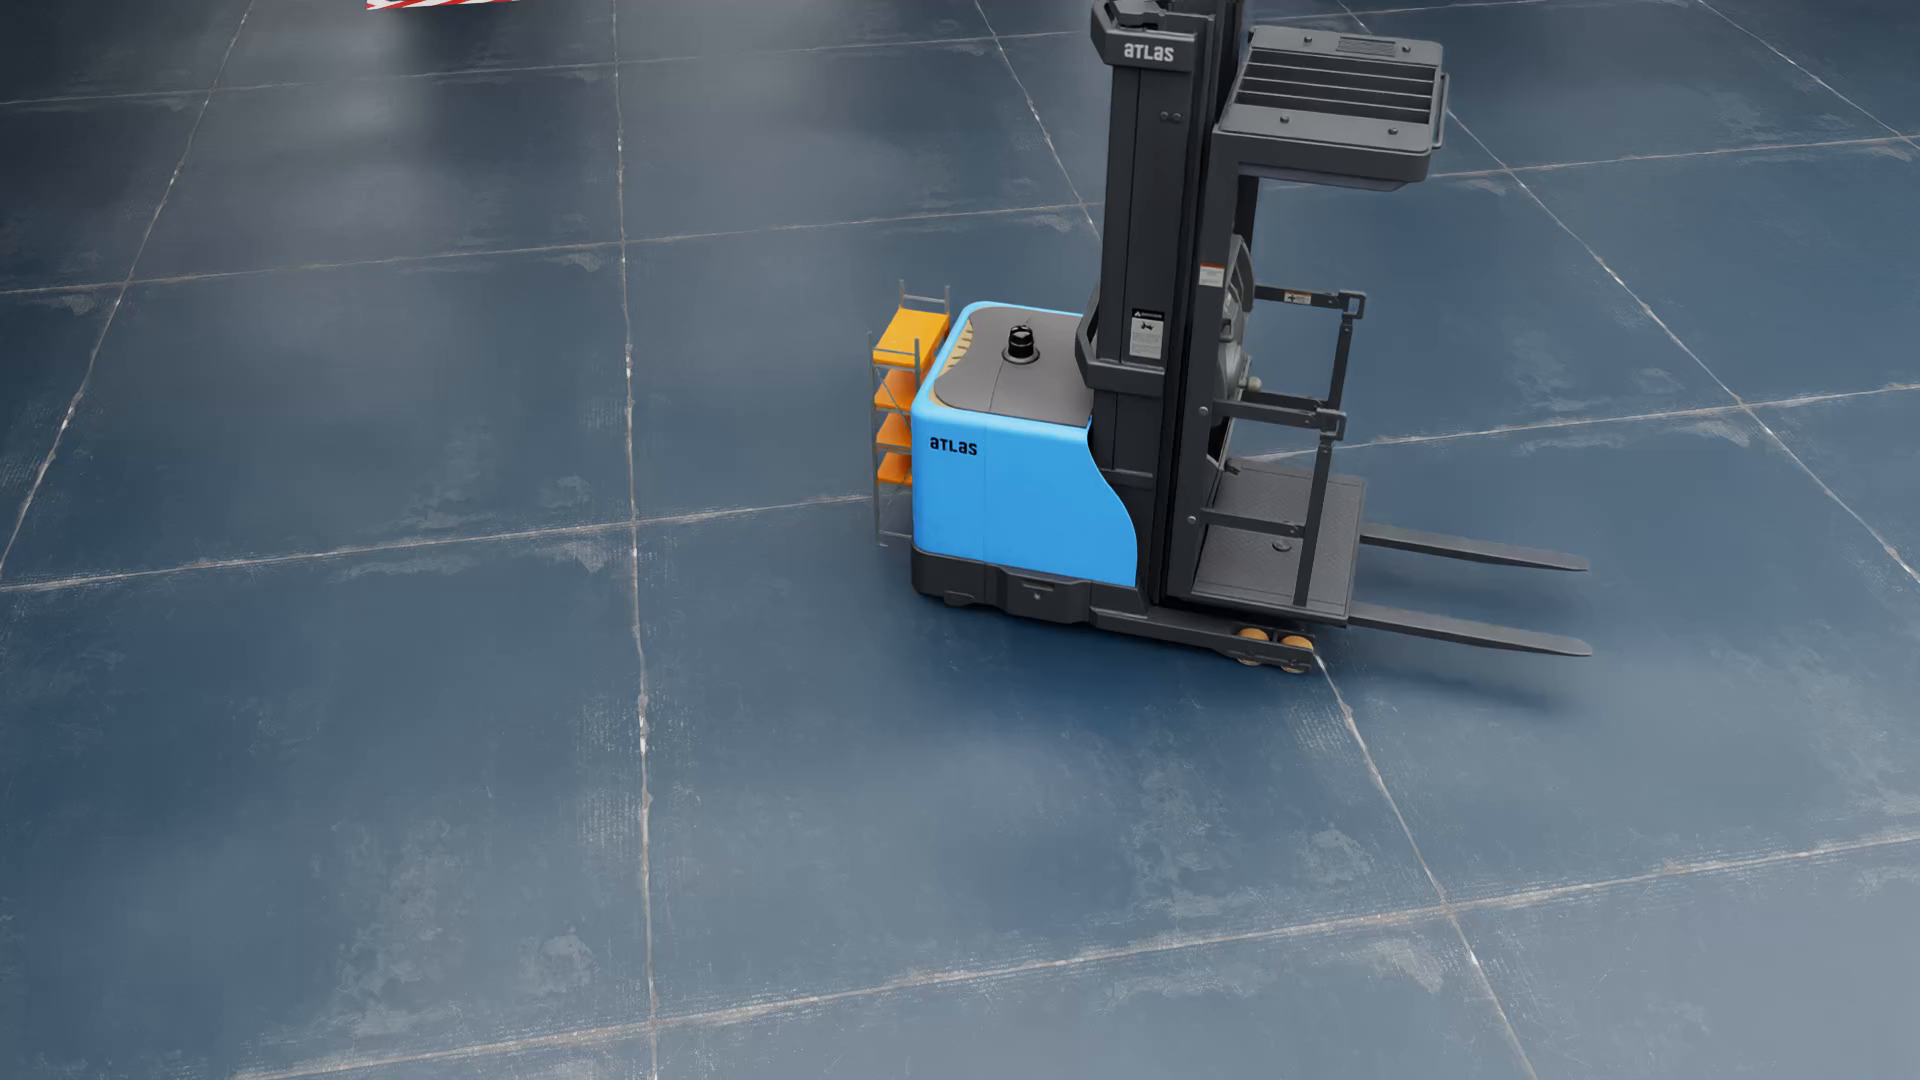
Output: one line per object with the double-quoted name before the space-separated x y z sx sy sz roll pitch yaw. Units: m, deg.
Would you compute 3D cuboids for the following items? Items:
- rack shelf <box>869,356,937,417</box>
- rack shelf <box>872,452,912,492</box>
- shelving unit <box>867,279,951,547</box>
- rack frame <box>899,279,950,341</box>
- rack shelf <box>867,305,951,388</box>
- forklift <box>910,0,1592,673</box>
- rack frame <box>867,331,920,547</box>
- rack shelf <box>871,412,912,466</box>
"rack shelf" -0.230 -0.699 7.817 0.258 0.148 0.480 10 39 12
"rack shelf" -0.230 -0.366 8.076 0.258 0.148 0.480 10 39 12
"shelving unit" -0.230 -0.576 7.913 0.258 1.200 0.503 10 39 12
"rack frame" -0.166 -0.720 8.099 0.240 1.200 0.015 10 39 12
"rack shelf" -0.231 -0.886 7.672 0.258 0.148 0.480 10 39 12
"forklift" 1.347 -0.931 6.959 3.031 2.935 1.130 10 39 12
"rack frame" -0.295 -0.431 7.727 0.240 1.200 0.015 10 39 12
"rack shelf" -0.230 -0.523 7.954 0.258 0.148 0.480 10 39 12
